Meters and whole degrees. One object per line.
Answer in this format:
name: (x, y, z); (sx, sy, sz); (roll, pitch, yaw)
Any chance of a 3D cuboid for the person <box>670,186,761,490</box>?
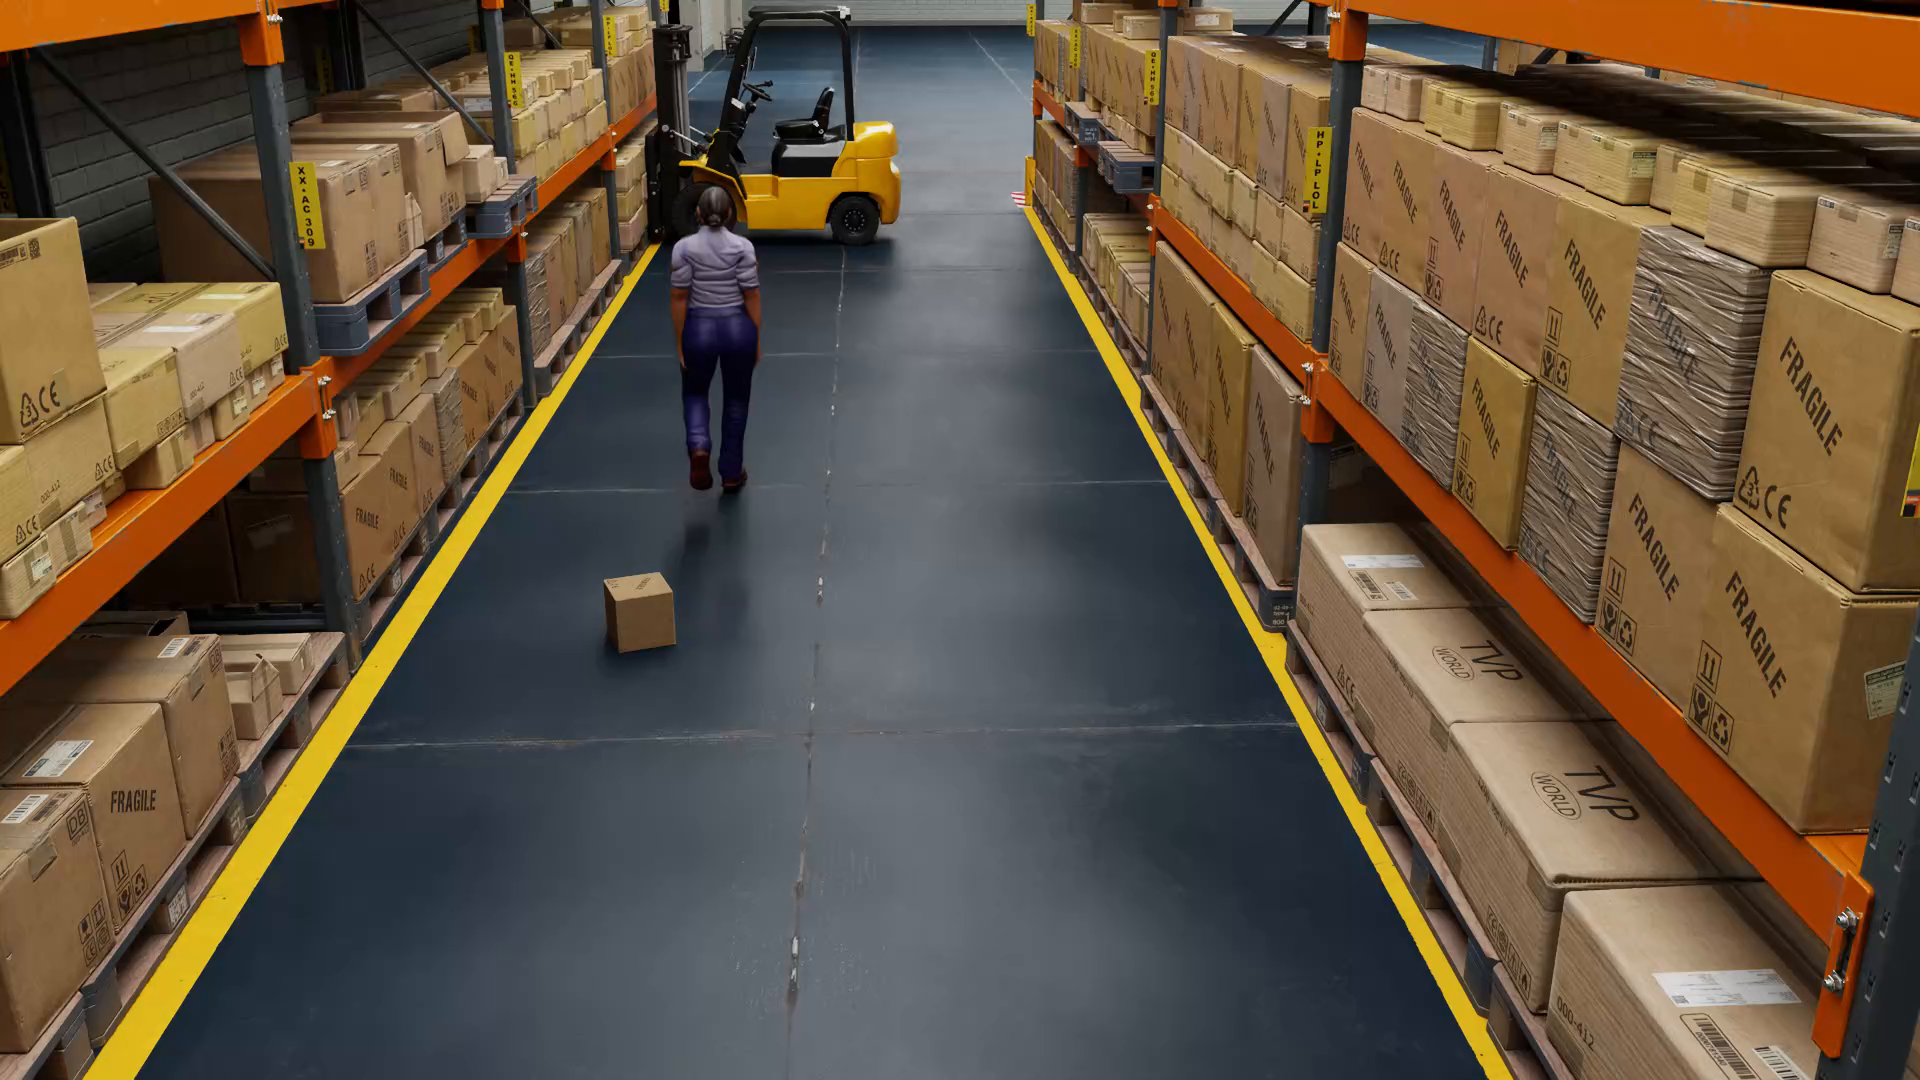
person: (-1.292, -1.055, 8.856); (0.472, 1.631, 0.497); (-1, 21, -4)
